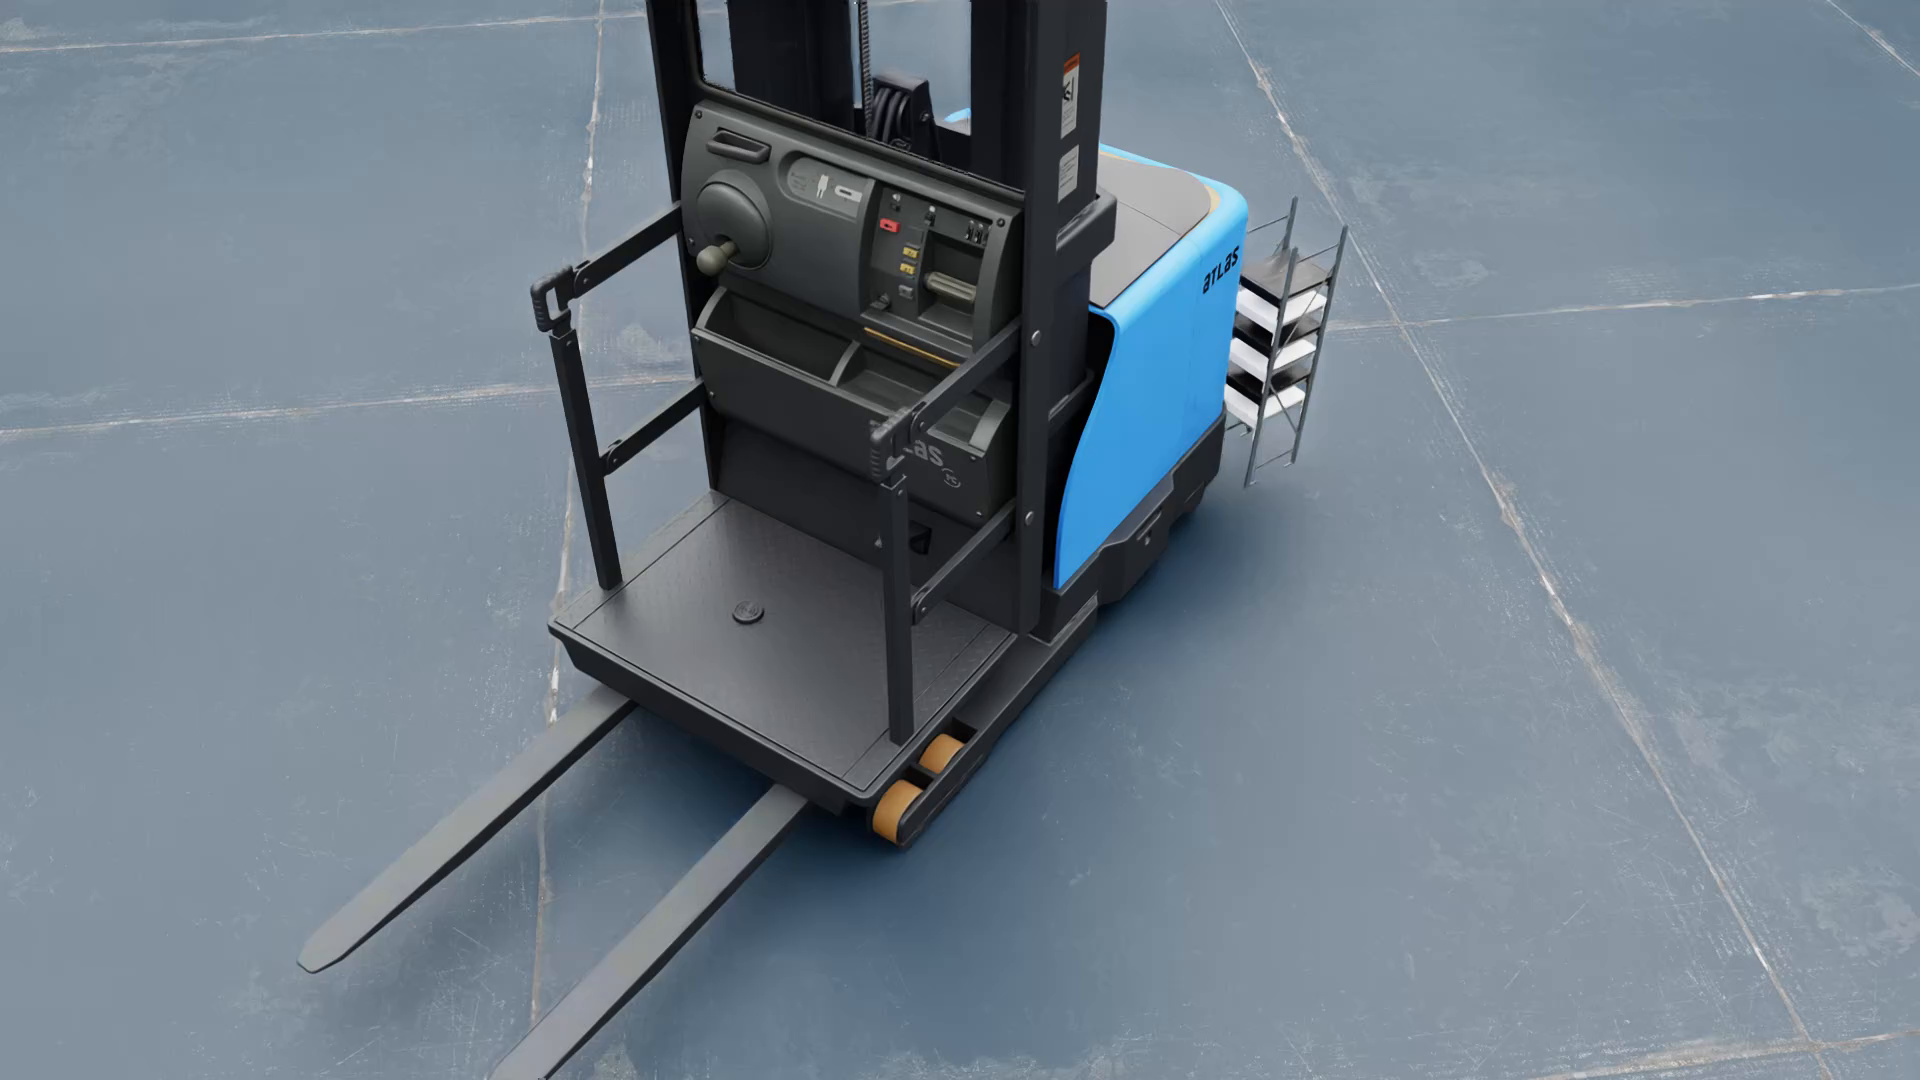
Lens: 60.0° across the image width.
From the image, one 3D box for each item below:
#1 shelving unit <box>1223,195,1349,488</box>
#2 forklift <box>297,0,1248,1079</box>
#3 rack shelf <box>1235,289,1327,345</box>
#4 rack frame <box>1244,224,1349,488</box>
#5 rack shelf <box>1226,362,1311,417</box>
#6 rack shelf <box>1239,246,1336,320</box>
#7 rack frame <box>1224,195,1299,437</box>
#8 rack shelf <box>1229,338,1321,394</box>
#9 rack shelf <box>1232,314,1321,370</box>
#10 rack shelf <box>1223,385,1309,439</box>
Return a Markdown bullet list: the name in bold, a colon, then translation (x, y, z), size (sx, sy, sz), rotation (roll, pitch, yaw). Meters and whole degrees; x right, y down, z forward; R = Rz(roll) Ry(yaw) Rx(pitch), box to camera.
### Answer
- **shelving unit**: translation (0.978, -0.609, 5.242), size (0.258, 0.900, 0.210), rotation (-26, 49, -29)
- **forklift**: translation (-0.404, -0.660, 3.794), size (1.130, 2.935, 3.031), rotation (25, 48, 25)
- **rack shelf**: translation (0.985, -0.720, 5.146), size (0.258, 0.077, 0.200), rotation (-26, 49, -29)
- **rack frame**: translation (1.041, -0.555, 5.183), size (0.240, 0.900, 0.006), rotation (-26, 49, -29)
- **rack shelf**: translation (0.973, -0.516, 5.322), size (0.258, 0.077, 0.200), rotation (-26, 49, -29)
- **rack shelf**: translation (0.989, -0.788, 5.087), size (0.258, 0.077, 0.200), rotation (-26, 49, -29)
- **rack frame**: translation (0.915, -0.664, 5.300), size (0.240, 0.900, 0.006), rotation (-26, 49, -29)
- **rack shelf**: translation (0.977, -0.584, 5.263), size (0.258, 0.077, 0.200), rotation (-26, 49, -29)
- **rack shelf**: translation (0.981, -0.652, 5.204), size (0.258, 0.077, 0.200), rotation (-26, 49, -29)
- **rack shelf**: translation (0.968, -0.448, 5.381), size (0.258, 0.077, 0.200), rotation (-26, 49, -29)
